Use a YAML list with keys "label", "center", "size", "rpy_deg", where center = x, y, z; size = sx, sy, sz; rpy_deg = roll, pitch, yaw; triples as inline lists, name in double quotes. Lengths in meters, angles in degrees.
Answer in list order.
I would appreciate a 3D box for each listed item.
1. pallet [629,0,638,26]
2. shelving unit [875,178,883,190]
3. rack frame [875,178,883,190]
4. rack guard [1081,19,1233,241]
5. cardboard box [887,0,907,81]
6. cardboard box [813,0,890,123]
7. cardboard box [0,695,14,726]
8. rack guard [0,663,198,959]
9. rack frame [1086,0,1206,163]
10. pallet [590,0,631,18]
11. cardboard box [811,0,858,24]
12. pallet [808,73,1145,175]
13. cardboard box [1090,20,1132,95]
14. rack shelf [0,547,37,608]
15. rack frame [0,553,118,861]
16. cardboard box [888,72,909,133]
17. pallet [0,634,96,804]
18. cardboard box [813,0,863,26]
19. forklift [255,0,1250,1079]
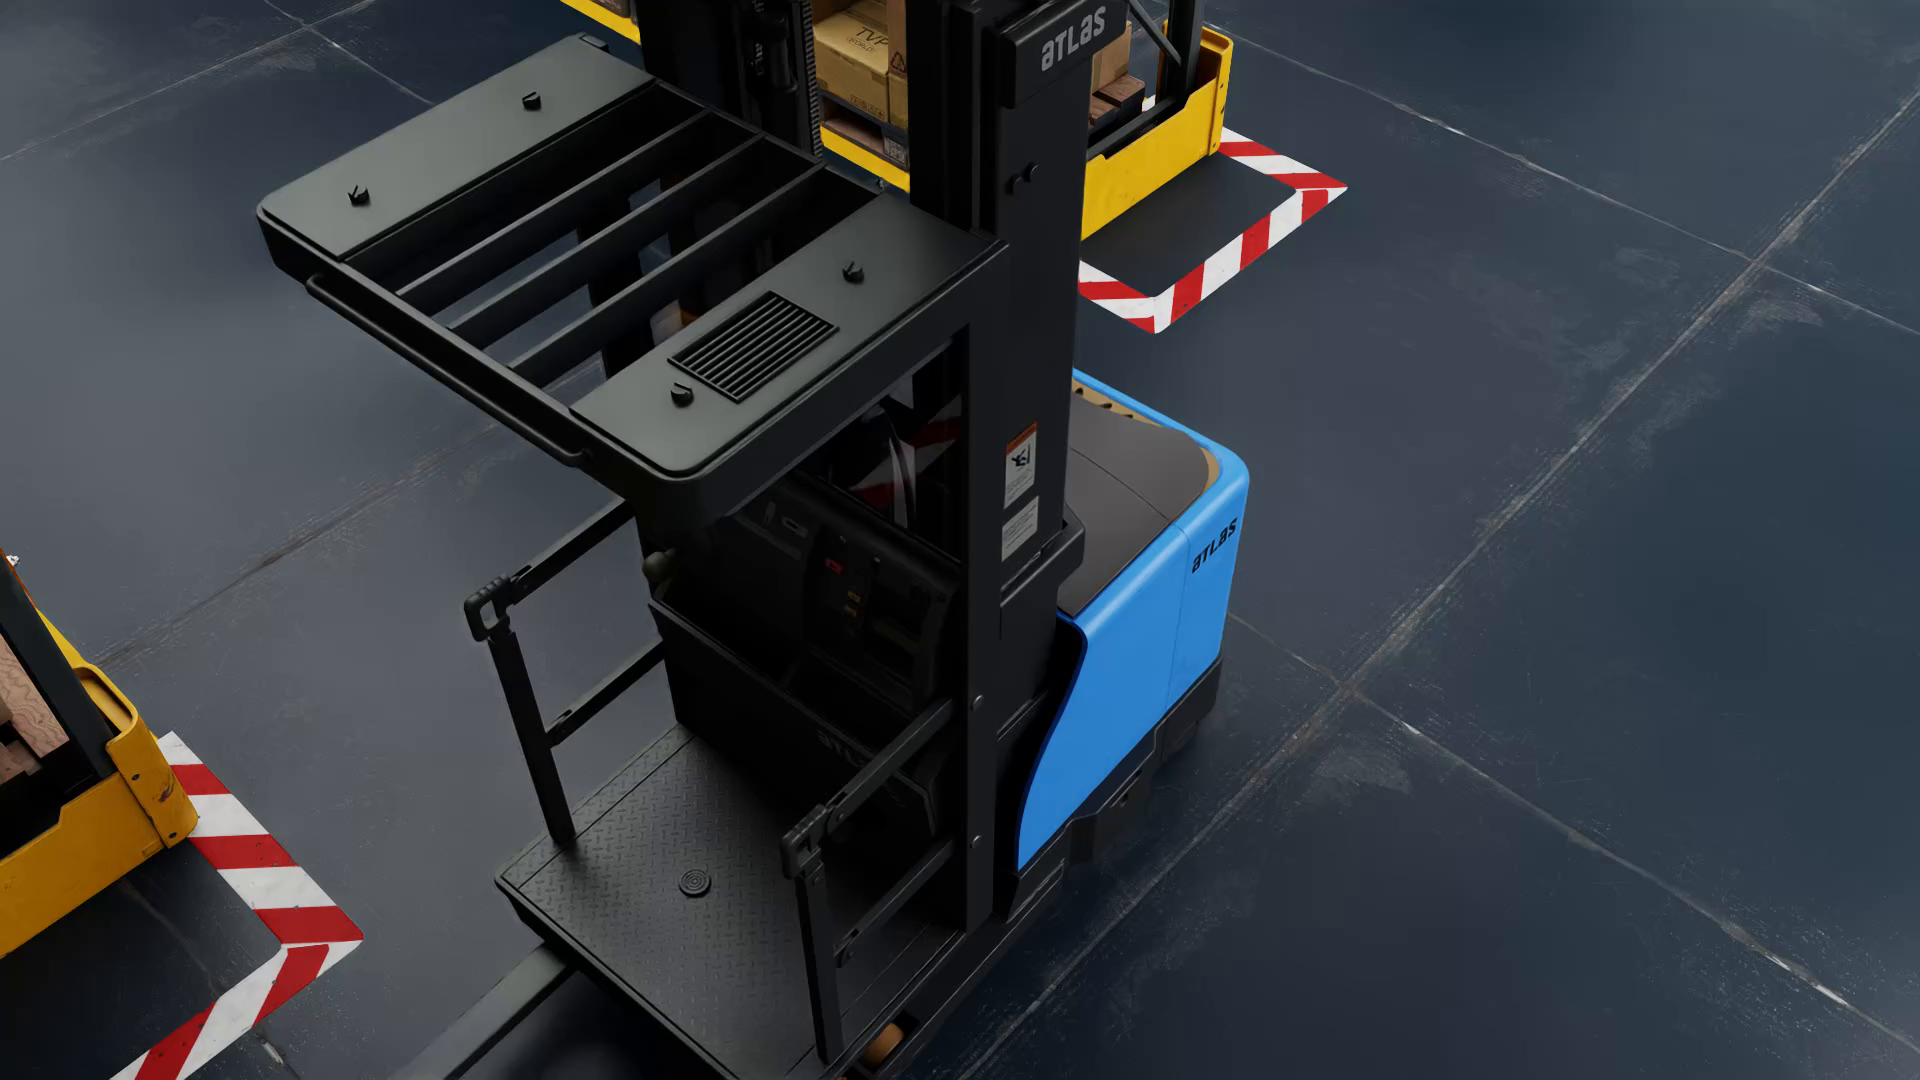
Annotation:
- label: "pallet"
  center: [-0.839, -2.579, 8.026]
  size: [1.213, 0.211, 1.003]
  rpy_deg: [34, 55, 28]
- label: "shelving unit"
  center: [-0.098, -0.542, 5.434]
  size: [0.503, 1.200, 0.258]
  rpy_deg: [24, 51, 21]
- label: "rack frame"
  center: [-0.307, -0.633, 5.521]
  size: [0.015, 1.200, 0.240]
  rpy_deg: [24, 51, 21]
- label: "rack guard"
  center: [0.661, -1.707, 7.010]
  size: [0.348, 0.500, 1.175]
  rpy_deg: [34, 55, 28]
- label: "cardboard box"
  center: [0.047, -2.139, 6.785]
  size: [0.500, 0.500, 0.500]
  rpy_deg: [34, 55, 28]
- label: "cardboard box"
  center: [-0.327, -2.124, 7.285]
  size: [0.500, 0.250, 0.500]
  rpy_deg: [34, 55, 28]
- label: "cardboard box"
  center: [-3.161, 0.461, 4.802]
  size: [0.500, 0.311, 0.500]
  rpy_deg: [28, 53, 24]
- label: "rack guard"
  center: [-2.770, 0.900, 4.563]
  size: [0.348, 0.500, 1.175]
  rpy_deg: [34, 55, 28]
- label: "rack frame"
  center: [0.643, -2.574, 6.109]
  size: [0.127, 3.000, 1.000]
  rpy_deg: [34, 55, 28]
- label: "pallet"
  center: [-1.740, -3.182, 8.593]
  size: [1.213, 0.211, 1.003]
  rpy_deg: [34, 55, 28]
- label: "cardboard box"
  center: [-0.697, -2.626, 7.241]
  size: [0.500, 0.500, 0.500]
  rpy_deg: [34, 55, 28]
- label: "pallet"
  center: [0.053, -1.975, 7.460]
  size: [1.213, 0.211, 1.003]
  rpy_deg: [34, 55, 28]
- label: "cardboard box"
  center: [0.400, -2.161, 7.320]
  size: [0.500, 0.250, 0.500]
  rpy_deg: [34, 55, 28]
- label: "rack shelf"
  center: [-4.183, -0.661, 4.807]
  size: [4.000, 0.370, 1.077]
  rpy_deg: [34, 55, 28]
- label: "rack frame"
  center: [-2.714, 0.081, 3.616]
  size: [0.127, 3.000, 1.000]
  rpy_deg: [34, 55, 28]
- label: "cardboard box"
  center: [0.049, -1.884, 7.059]
  size: [0.500, 0.250, 0.500]
  rpy_deg: [34, 55, 28]
- label: "pallet"
  center: [-3.343, 0.578, 5.063]
  size: [1.213, 0.211, 1.003]
  rpy_deg: [34, 55, 28]
- label: "cardboard box"
  center: [-0.695, -2.371, 7.516]
  size: [0.500, 0.250, 0.500]
  rpy_deg: [34, 55, 28]
- label: "forklift"
  center: [-0.528, 0.121, 3.626]
  size: [1.130, 2.935, 3.031]
  rpy_deg: [31, 54, 26]
